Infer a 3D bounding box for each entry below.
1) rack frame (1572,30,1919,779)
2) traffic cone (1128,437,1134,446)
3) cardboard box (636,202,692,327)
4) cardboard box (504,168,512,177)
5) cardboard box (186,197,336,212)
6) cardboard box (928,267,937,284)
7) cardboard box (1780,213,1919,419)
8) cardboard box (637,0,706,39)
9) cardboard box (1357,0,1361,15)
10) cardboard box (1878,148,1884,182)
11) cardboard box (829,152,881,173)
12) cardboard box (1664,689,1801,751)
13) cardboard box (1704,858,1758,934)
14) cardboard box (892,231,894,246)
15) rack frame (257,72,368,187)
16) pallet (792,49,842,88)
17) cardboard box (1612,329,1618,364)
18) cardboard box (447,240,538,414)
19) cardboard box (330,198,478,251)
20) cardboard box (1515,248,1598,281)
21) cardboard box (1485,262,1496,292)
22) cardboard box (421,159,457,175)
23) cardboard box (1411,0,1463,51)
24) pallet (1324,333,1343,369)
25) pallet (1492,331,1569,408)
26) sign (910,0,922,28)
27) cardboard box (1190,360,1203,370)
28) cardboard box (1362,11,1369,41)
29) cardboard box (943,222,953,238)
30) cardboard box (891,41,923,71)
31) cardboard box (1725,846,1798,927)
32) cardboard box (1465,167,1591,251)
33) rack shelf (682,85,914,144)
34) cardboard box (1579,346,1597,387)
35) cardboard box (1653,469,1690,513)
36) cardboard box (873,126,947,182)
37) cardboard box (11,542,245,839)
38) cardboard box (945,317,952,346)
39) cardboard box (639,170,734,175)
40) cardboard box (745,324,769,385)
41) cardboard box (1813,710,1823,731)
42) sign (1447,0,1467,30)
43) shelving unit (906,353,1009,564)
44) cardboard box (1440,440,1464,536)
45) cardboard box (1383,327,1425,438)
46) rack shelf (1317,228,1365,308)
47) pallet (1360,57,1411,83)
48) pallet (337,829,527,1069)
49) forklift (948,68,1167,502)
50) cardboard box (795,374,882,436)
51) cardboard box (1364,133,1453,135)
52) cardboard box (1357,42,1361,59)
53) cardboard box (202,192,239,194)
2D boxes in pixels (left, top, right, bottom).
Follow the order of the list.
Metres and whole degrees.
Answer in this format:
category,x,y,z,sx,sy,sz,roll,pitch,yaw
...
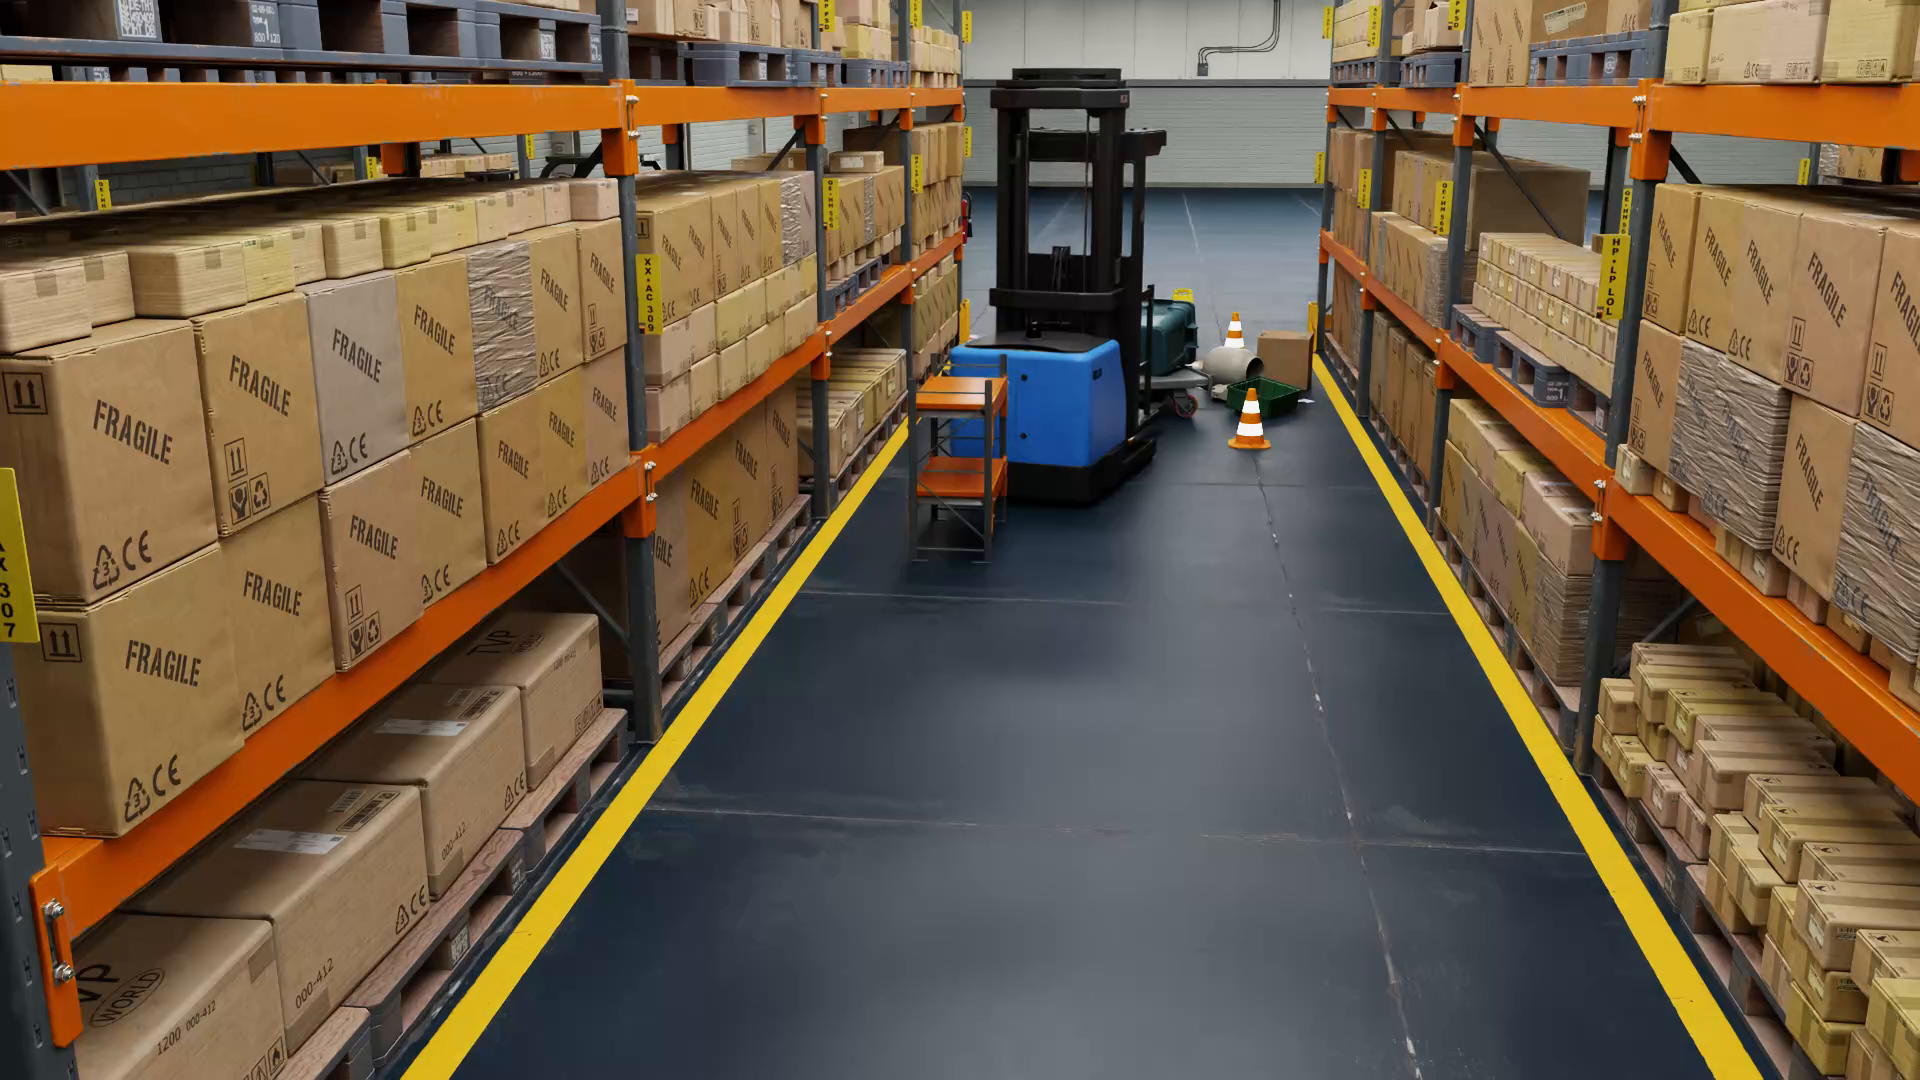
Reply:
category,x,y,z,sx,sy,sz,roll,pitch,yaw
rack frame,3.100,-0.451,6.583,1.000,3.000,0.127,2,15,6
traffic cone,1.285,-0.953,13.301,0.336,0.463,0.334,2,15,6
cardboard box,-1.494,-1.207,7.272,0.500,0.500,0.500,2,15,7
cardboard box,-5.168,-4.024,18.363,0.380,0.149,0.250,2,15,7
cardboard box,-2.217,-1.008,5.292,0.380,0.149,0.250,2,15,6
cardboard box,-0.435,-2.575,16.222,0.380,0.149,0.250,3,15,9
cardboard box,2.617,-0.618,4.523,0.500,0.500,0.500,1,15,4
cardboard box,-1.442,-2.489,7.379,0.500,0.500,0.500,1,15,5
cardboard box,3.871,-4.920,15.321,0.380,0.149,0.250,2,15,6
cardboard box,8.870,-3.542,15.337,0.500,0.500,0.500,2,15,6
cardboard box,-0.827,-2.976,13.112,0.380,0.149,0.250,1,15,4
cardboard box,2.786,0.655,6.009,0.380,0.149,0.250,1,15,5
cardboard box,2.634,1.145,5.337,0.380,0.149,0.250,1,15,5
cardboard box,-0.758,-2.517,13.902,0.380,0.149,0.250,1,15,5
rack frame,-5.859,-2.791,15.236,1.000,3.000,0.127,2,15,6
pallet,-1.398,-2.796,9.872,1.213,0.211,1.003,2,15,9
cardboard box,2.949,-0.785,6.925,0.380,0.149,0.250,2,15,8
cardboard box,-1.722,-0.707,5.424,0.500,0.500,0.500,2,15,7
cardboard box,-1.755,-0.996,5.248,0.380,0.149,0.250,1,15,5
cardboard box,3.188,-1.471,8.891,0.380,0.149,0.250,2,15,9
cardboard box,3.269,-1.523,9.656,0.380,0.149,0.250,2,15,9
cardboard box,-5.406,-3.836,17.097,0.380,0.149,0.250,2,15,7
cardboard box,3.470,-3.695,11.645,0.500,0.500,0.500,2,15,6
pallet,4.442,-2.007,17.681,1.003,0.211,1.213,2,15,6
pallet,3.369,-0.881,8.541,1.003,0.211,1.213,2,15,6
sign,-0.375,-4.518,14.131,0.100,0.325,0.005,2,15,6
cardboard box,2.367,-1.706,16.462,0.396,0.266,0.258,4,16,16
cardboard box,3.861,-4.562,14.763,0.500,0.250,0.500,2,15,6
cardboard box,-0.273,-3.256,17.437,0.380,0.149,0.250,2,15,7
cardboard box,-0.605,-4.271,14.680,0.500,0.250,0.500,1,15,5
cardboard box,2.578,1.063,5.070,0.380,0.149,0.250,2,15,7
cardboard box,3.612,-2.135,10.705,0.700,0.500,0.500,2,15,6
rack shelf,-1.152,-3.227,12.482,1.077,0.370,4.000,2,15,6
cardboard box,3.007,-0.773,7.451,0.380,0.149,0.250,2,15,6
cardboard box,2.788,-0.197,6.124,0.380,0.149,0.250,2,15,8
cardboard box,-0.499,-3.689,15.881,0.700,0.500,0.500,1,15,5
cardboard box,-1.941,0.303,3.605,0.500,0.500,0.500,2,15,6
cardboard box,-0.366,-2.206,17.539,0.500,0.250,0.500,2,15,6
cardboard box,-1.677,-2.018,10.272,0.500,0.500,0.500,1,15,4
cardboard box,-1.321,-1.000,8.903,0.500,0.250,0.500,1,15,5
cardboard box,3.308,0.668,5.964,0.380,0.149,0.250,2,15,6
sign,3.001,-3.243,10.018,0.100,0.325,0.005,2,15,6
shelving unit,-0.001,-0.541,10.509,0.538,1.125,1.048,2,15,6
cardboard box,3.218,-0.308,10.040,0.500,0.500,0.500,1,15,4
cardboard box,3.910,-1.229,12.965,1.050,0.750,0.750,2,15,6
rack shelf,4.229,-2.697,16.268,1.077,0.370,4.000,2,15,6
pallet,4.106,-4.143,14.660,1.003,0.211,1.213,2,15,6
pallet,-2.128,1.288,5.495,1.003,0.211,1.213,2,15,6
forklift,0.894,-2.019,12.515,1.130,2.935,3.031,5,16,19
cardboard box,-1.138,-1.076,13.126,0.950,0.372,0.625,2,15,8
cardboard box,4.223,-3.496,15.489,0.875,0.550,0.550,2,15,6
cardboard box,3.841,-4.471,15.188,0.380,0.149,0.250,2,15,7
cardboard box,-6.232,-2.867,14.086,0.380,0.149,0.250,2,15,6
